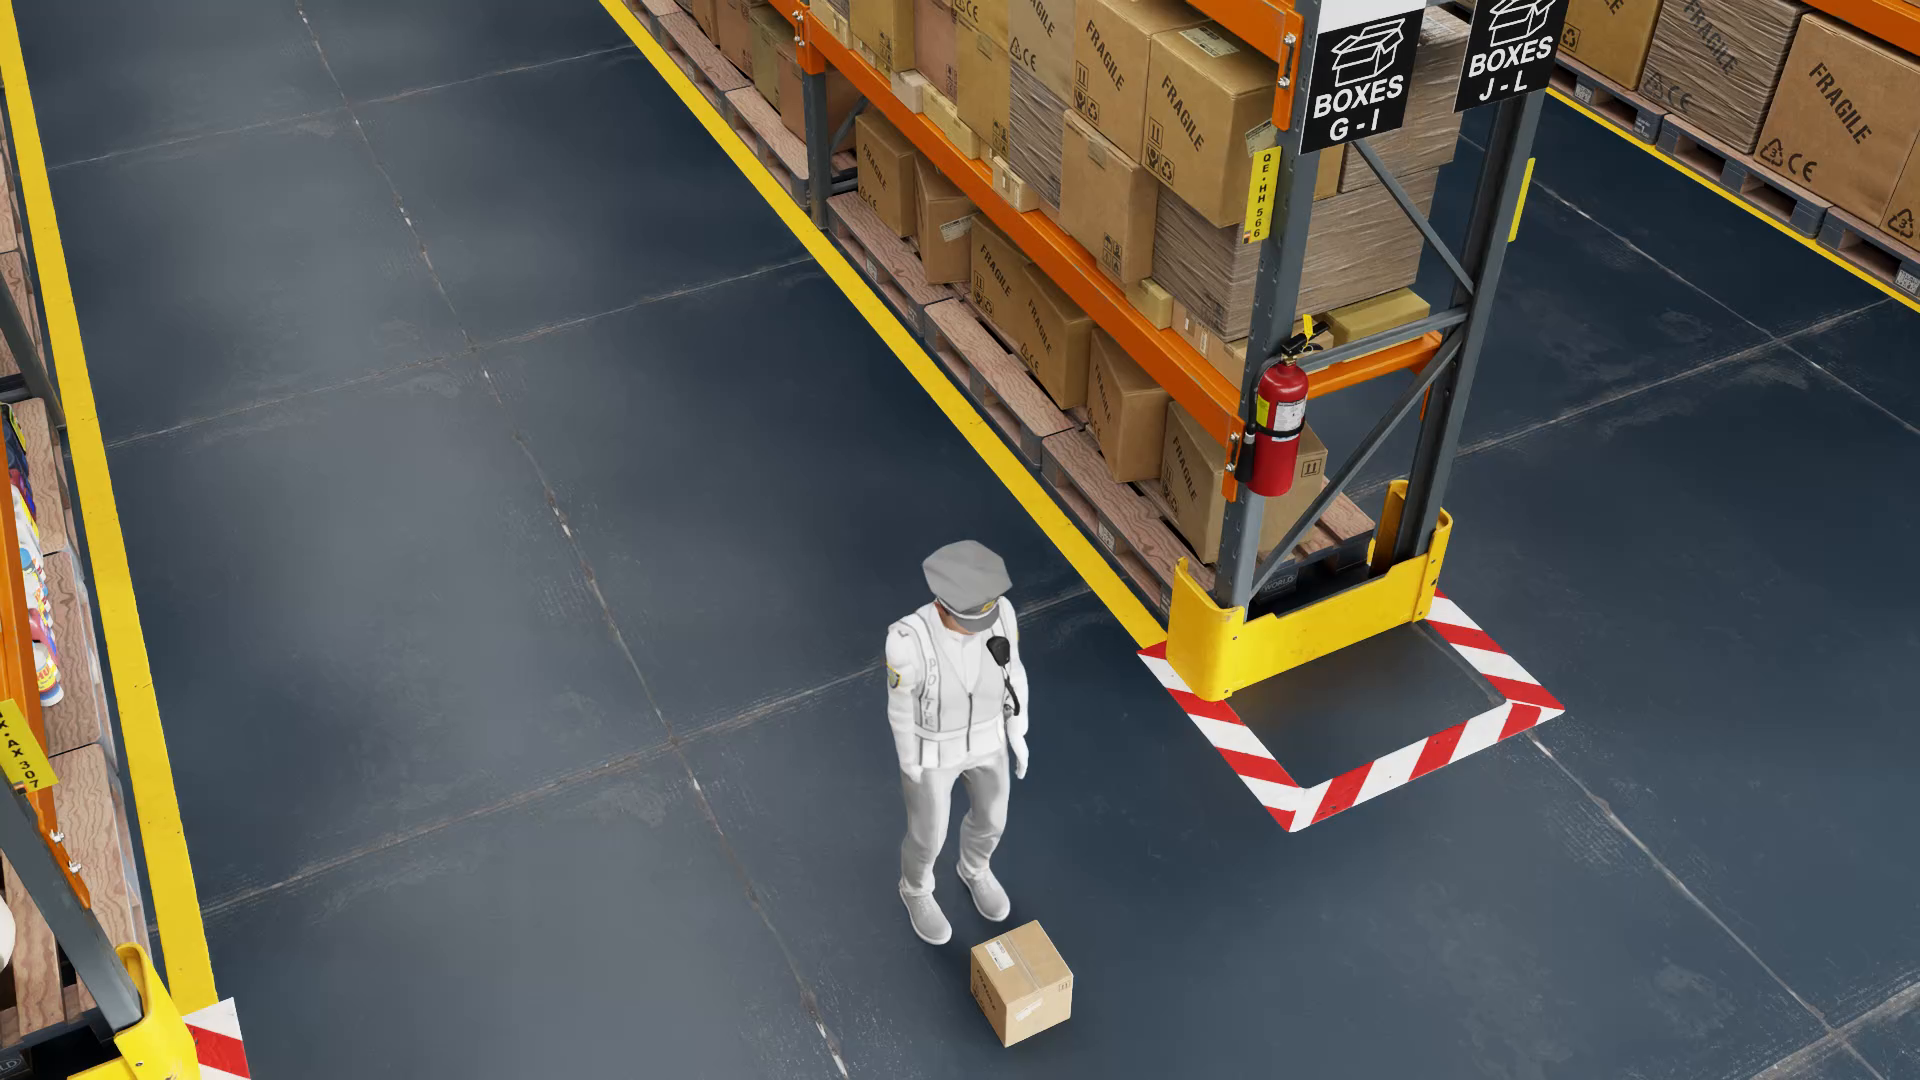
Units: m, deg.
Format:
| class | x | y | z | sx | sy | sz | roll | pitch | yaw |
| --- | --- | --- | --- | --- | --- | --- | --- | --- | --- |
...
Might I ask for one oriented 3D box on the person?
| class | x | y | z | sx | sy | sz | roll | pitch | yaw |
| --- | --- | --- | --- | --- | --- | --- | --- | --- | --- |
| person | 0.000 | 0.670 | 5.414 | 0.476 | 1.661 | 0.338 | -18 | 45 | -19 |
